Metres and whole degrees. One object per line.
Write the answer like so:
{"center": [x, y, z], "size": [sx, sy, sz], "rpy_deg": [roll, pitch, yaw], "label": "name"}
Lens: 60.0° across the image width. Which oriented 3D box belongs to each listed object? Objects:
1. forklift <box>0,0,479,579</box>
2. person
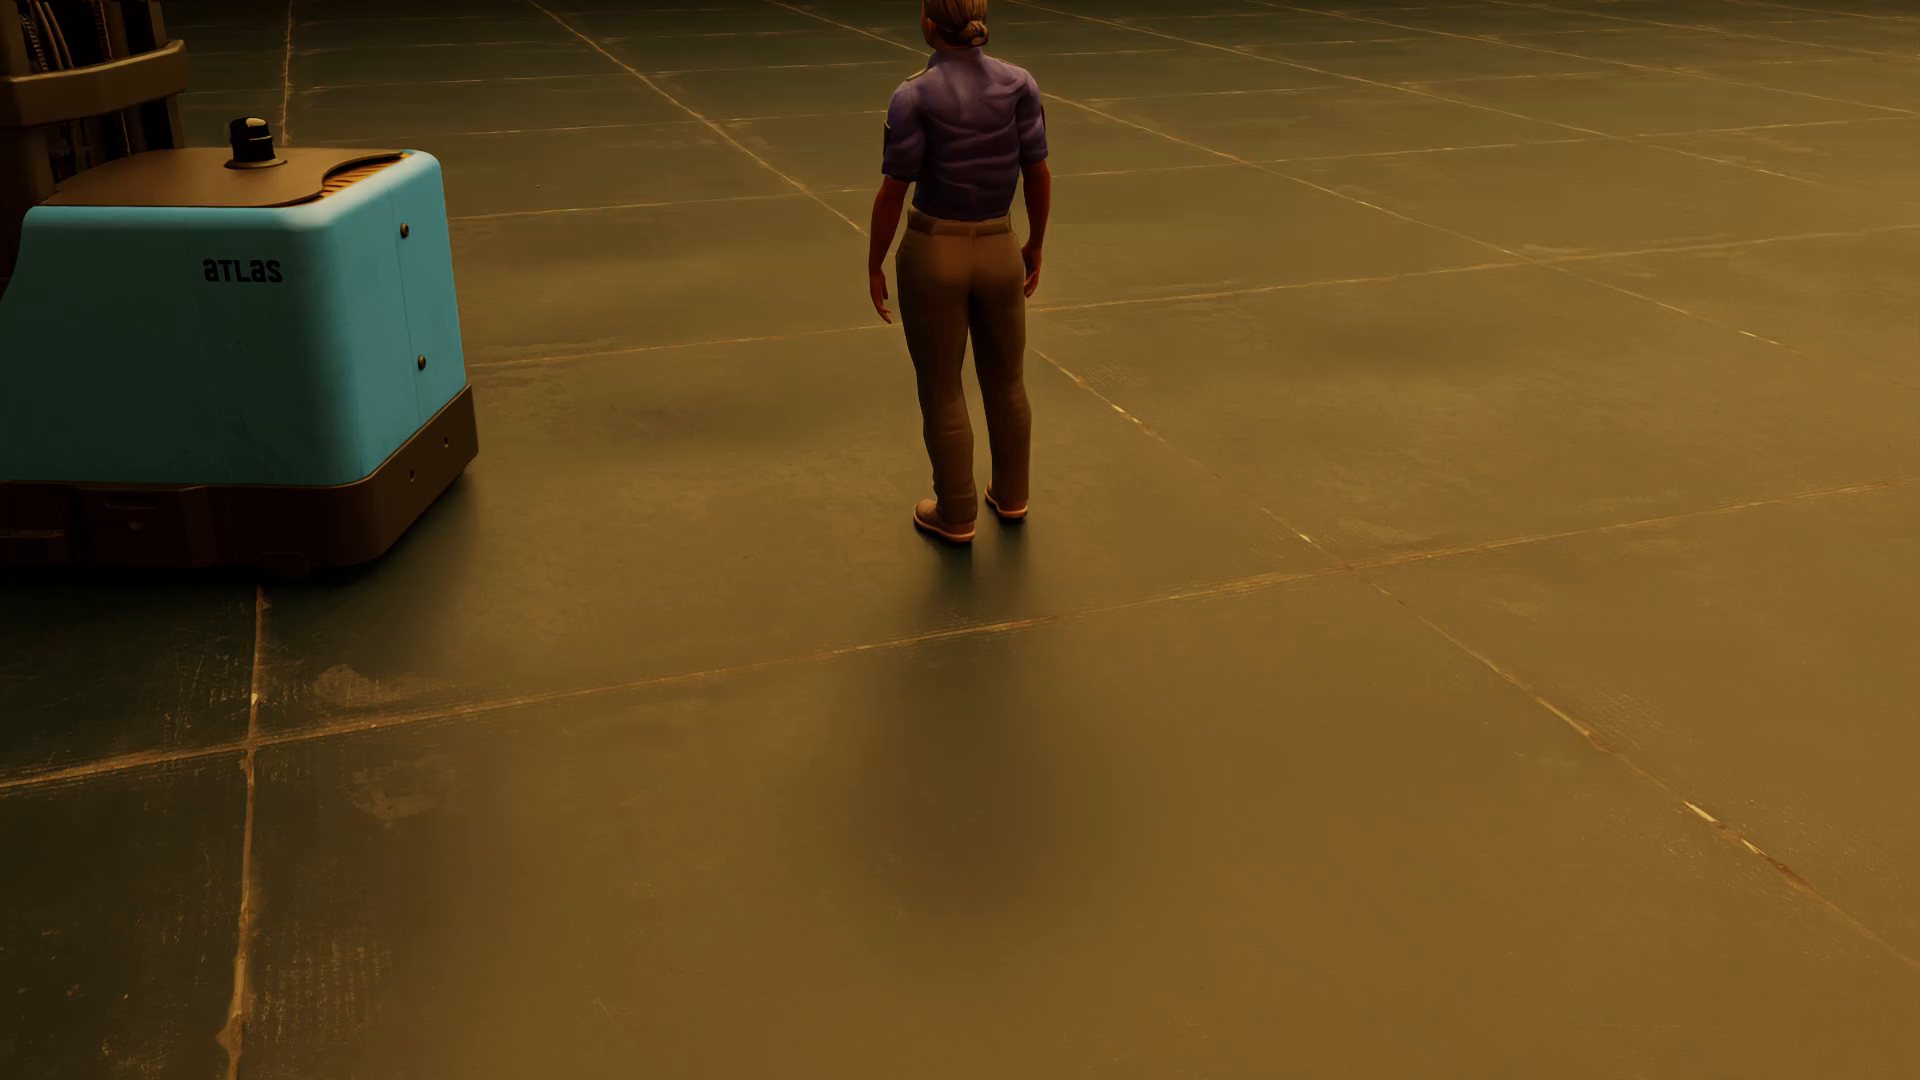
{"center": [-3.153, -1.441, 4.725], "size": [3.031, 2.935, 1.130], "rpy_deg": [1, 23, 3], "label": "forklift"}
{"center": [-0.012, -0.804, 4.838], "size": [0.570, 1.656, 0.503], "rpy_deg": [-8, 24, -18], "label": "person"}
